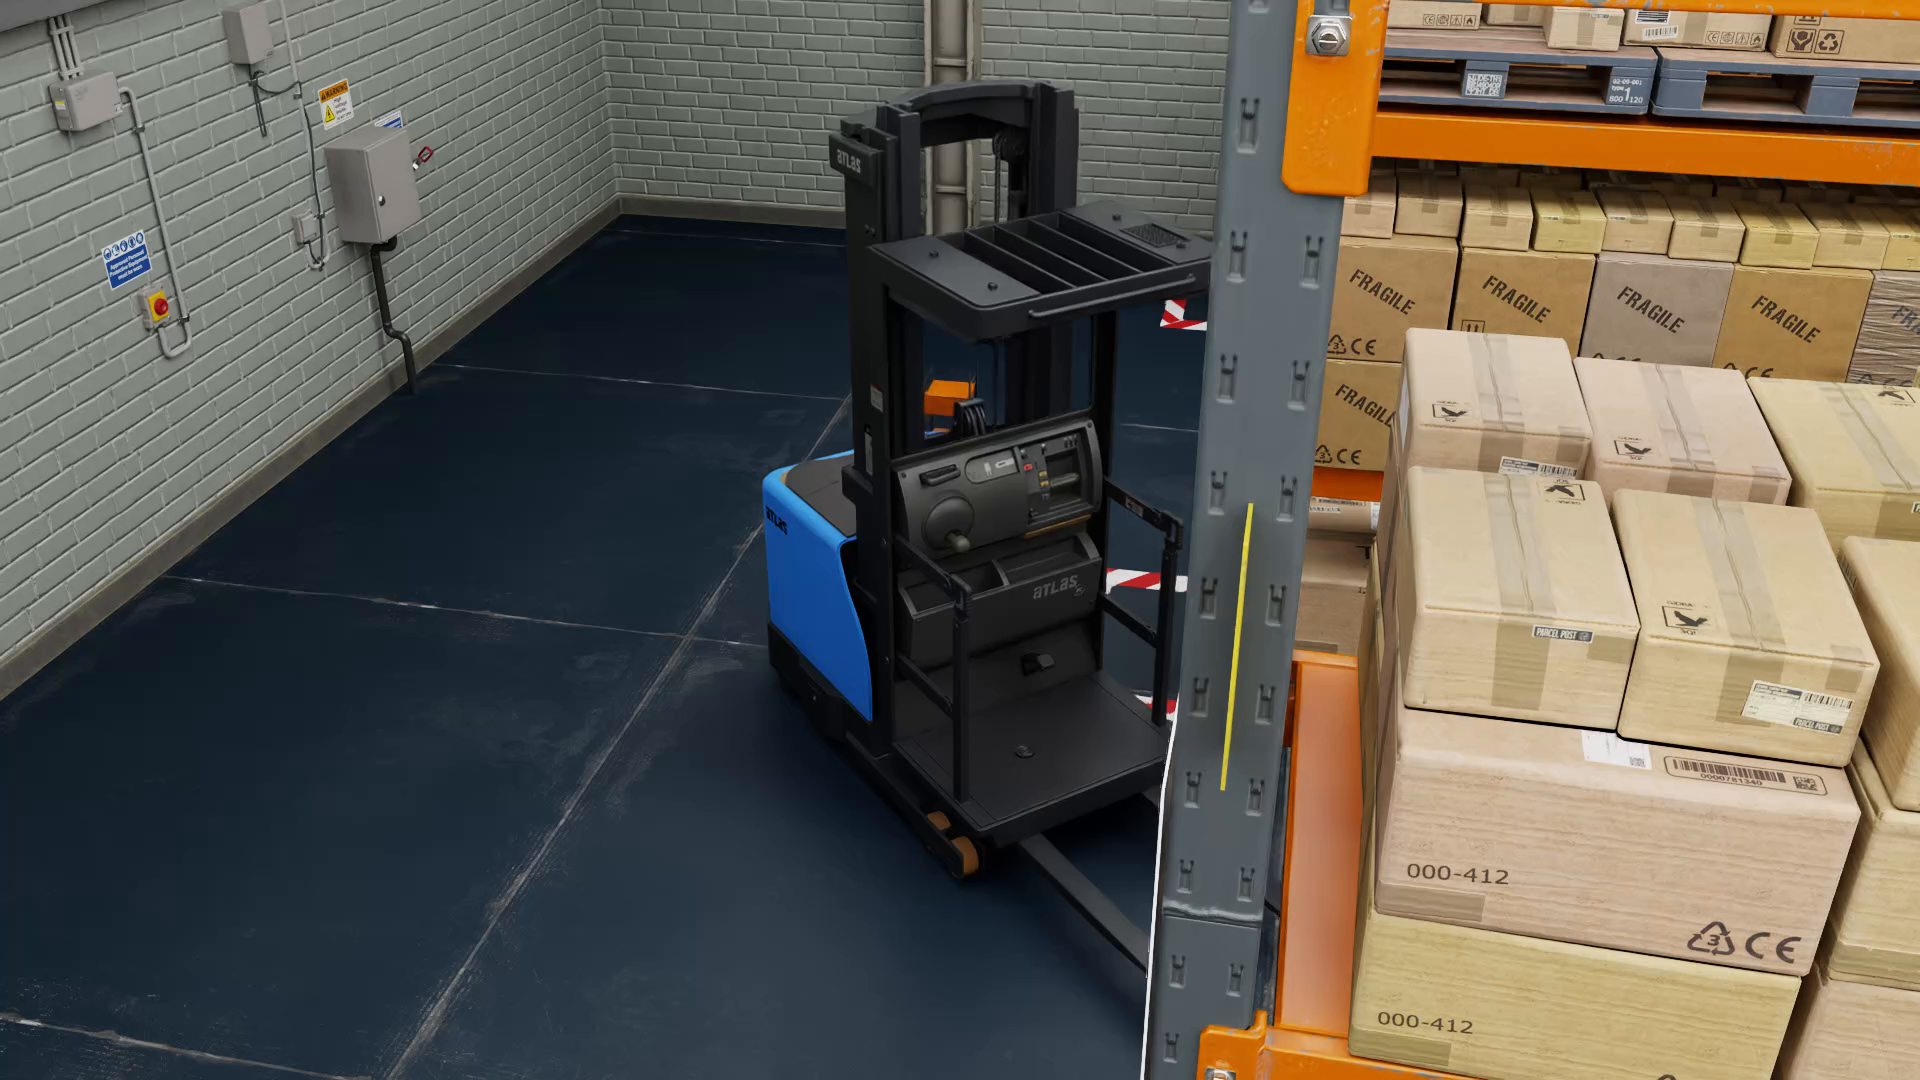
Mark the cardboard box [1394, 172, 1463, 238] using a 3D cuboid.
[{"bbox_3d":[1.919,-1.376,6.820,0.250,0.149,0.380,7,29,12],"label":"cardboard box"}]

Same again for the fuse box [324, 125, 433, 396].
[{"bbox_3d":[-3.579,-1.729,10.626,0.414,1.711,0.539,6,29,11],"label":"fuse box"}]

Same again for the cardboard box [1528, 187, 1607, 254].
[{"bbox_3d":[2.411,-1.279,6.641,0.250,0.149,0.380,5,29,9],"label":"cardboard box"}]

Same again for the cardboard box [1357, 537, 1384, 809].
[{"bbox_3d":[0.924,0.238,2.724,0.500,0.250,0.500,5,29,9],"label":"cardboard box"}]

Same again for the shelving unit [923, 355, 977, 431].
[{"bbox_3d":[-0.052,-0.466,9.008,0.252,1.050,0.215,6,29,11],"label":"shelving unit"}]

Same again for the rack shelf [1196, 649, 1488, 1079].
[{"bbox_3d":[2.380,0.767,2.350,4.000,0.370,1.077,6,29,11],"label":"rack shelf"}]

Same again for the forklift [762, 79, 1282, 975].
[{"bbox_3d":[0.283,-0.172,6.513,1.130,2.935,3.031,-17,33,-27],"label":"forklift"}]

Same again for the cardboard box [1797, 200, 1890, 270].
[{"bbox_3d":[3.423,-1.191,6.480,0.250,0.149,0.380,6,29,11],"label":"cardboard box"}]

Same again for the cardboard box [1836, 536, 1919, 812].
[{"bbox_3d":[1.189,0.158,1.935,0.250,0.149,0.380,6,29,10],"label":"cardboard box"}]

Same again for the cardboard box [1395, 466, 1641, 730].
[{"bbox_3d":[0.693,0.062,2.109,0.250,0.149,0.380,6,29,10],"label":"cardboard box"}]

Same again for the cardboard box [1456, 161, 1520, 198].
[{"bbox_3d":[2.275,-1.592,7.214,0.250,0.149,0.380,6,29,10],"label":"cardboard box"}]

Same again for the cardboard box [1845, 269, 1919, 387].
[{"bbox_3d":[3.757,-0.868,6.567,0.500,0.500,0.500,6,29,11],"label":"cardboard box"}]

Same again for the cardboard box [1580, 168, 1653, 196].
[{"bbox_3d":[2.754,-1.488,7.024,0.250,0.149,0.380,6,29,10],"label":"cardboard box"}]

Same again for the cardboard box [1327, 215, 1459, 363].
[{"bbox_3d":[1.769,-1.068,6.933,0.500,0.500,0.500,5,29,9],"label":"cardboard box"}]

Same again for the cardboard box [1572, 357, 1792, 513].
[{"bbox_3d":[1.036,-0.121,2.444,0.250,0.149,0.380,6,29,11],"label":"cardboard box"}]

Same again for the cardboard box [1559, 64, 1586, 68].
[{"bbox_3d":[4.246,-3.171,10.983,0.500,0.500,0.500,7,29,12],"label":"cardboard box"}]

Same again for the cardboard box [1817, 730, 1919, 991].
[{"bbox_3d":[1.310,0.316,2.062,0.500,0.250,0.500,6,29,10],"label":"cardboard box"}]

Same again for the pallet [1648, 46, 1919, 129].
[{"bbox_3d":[3.283,-1.854,6.481,1.213,0.211,1.003,6,29,11],"label":"pallet"}]

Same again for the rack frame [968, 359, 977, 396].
[{"bbox_3d":[0.067,-0.454,8.985,0.008,1.050,0.200,6,29,11],"label":"rack frame"}]

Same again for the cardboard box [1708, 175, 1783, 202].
[{"bbox_3d":[3.264,-1.456,6.964,0.250,0.149,0.380,7,29,12],"label":"cardboard box"}]

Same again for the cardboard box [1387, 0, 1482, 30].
[{"bbox_3d":[1.818,-2.243,6.715,0.500,0.250,0.500,3,29,6],"label":"cardboard box"}]

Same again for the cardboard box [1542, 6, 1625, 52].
[{"bbox_3d":[2.375,-1.984,6.347,0.250,0.149,0.380,7,29,12],"label":"cardboard box"}]

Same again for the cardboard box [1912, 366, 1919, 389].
[{"bbox_3d":[1.563,-0.110,2.424,0.250,0.149,0.380,6,29,11],"label":"cardboard box"}]

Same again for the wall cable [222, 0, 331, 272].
[{"bbox_3d":[-3.876,-2.435,9.517,0.122,1.984,0.588,6,29,11],"label":"wall cable"}]

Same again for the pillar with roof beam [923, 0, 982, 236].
[{"bbox_3d":[-0.956,-4.403,7.921,0.400,9.000,9.100,6,29,11],"label":"pillar with roof beam"}]

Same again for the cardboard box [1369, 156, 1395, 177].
[{"bbox_3d":[1.752,-1.593,7.215,0.250,0.149,0.380,6,29,11],"label":"cardboard box"}]

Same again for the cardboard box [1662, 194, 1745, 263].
[{"bbox_3d":[2.914,-1.232,6.556,0.250,0.149,0.380,6,29,11],"label":"cardboard box"}]

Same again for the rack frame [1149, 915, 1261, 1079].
[{"bbox_3d":[0.424,1.567,3.264,0.127,3.000,1.000,6,29,11],"label":"rack frame"}]

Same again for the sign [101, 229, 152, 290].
[{"bbox_3d":[-4.230,-1.424,8.447,0.001,0.218,0.327,6,29,11],"label":"sign"}]

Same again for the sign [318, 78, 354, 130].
[{"bbox_3d":[-3.793,-2.651,10.109,0.001,0.242,0.339,6,29,11],"label":"sign"}]

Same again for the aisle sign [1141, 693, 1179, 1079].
[{"bbox_3d":[0.290,0.560,2.396,0.004,0.787,0.394,6,29,11],"label":"aisle sign"}]

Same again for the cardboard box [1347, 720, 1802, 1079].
[{"bbox_3d":[0.810,0.482,2.278,0.500,0.250,0.500,7,29,12],"label":"cardboard box"}]

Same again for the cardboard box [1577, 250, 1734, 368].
[{"bbox_3d":[2.781,-0.972,6.756,0.500,0.500,0.500,6,29,10],"label":"cardboard box"}]

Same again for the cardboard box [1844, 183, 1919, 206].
[{"bbox_3d":[3.757,-1.392,6.848,0.250,0.149,0.380,6,29,10],"label":"cardboard box"}]

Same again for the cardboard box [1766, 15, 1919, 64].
[{"bbox_3d":[3.299,-2.083,6.162,0.500,0.500,0.500,6,29,11],"label":"cardboard box"}]

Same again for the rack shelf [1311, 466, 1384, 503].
[{"bbox_3d":[3.315,-0.252,7.335,4.000,0.370,1.077,6,29,11],"label":"rack shelf"}]

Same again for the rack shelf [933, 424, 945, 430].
[{"bbox_3d":[-0.052,-0.457,9.013,0.240,0.259,0.215,6,29,11],"label":"rack shelf"}]
